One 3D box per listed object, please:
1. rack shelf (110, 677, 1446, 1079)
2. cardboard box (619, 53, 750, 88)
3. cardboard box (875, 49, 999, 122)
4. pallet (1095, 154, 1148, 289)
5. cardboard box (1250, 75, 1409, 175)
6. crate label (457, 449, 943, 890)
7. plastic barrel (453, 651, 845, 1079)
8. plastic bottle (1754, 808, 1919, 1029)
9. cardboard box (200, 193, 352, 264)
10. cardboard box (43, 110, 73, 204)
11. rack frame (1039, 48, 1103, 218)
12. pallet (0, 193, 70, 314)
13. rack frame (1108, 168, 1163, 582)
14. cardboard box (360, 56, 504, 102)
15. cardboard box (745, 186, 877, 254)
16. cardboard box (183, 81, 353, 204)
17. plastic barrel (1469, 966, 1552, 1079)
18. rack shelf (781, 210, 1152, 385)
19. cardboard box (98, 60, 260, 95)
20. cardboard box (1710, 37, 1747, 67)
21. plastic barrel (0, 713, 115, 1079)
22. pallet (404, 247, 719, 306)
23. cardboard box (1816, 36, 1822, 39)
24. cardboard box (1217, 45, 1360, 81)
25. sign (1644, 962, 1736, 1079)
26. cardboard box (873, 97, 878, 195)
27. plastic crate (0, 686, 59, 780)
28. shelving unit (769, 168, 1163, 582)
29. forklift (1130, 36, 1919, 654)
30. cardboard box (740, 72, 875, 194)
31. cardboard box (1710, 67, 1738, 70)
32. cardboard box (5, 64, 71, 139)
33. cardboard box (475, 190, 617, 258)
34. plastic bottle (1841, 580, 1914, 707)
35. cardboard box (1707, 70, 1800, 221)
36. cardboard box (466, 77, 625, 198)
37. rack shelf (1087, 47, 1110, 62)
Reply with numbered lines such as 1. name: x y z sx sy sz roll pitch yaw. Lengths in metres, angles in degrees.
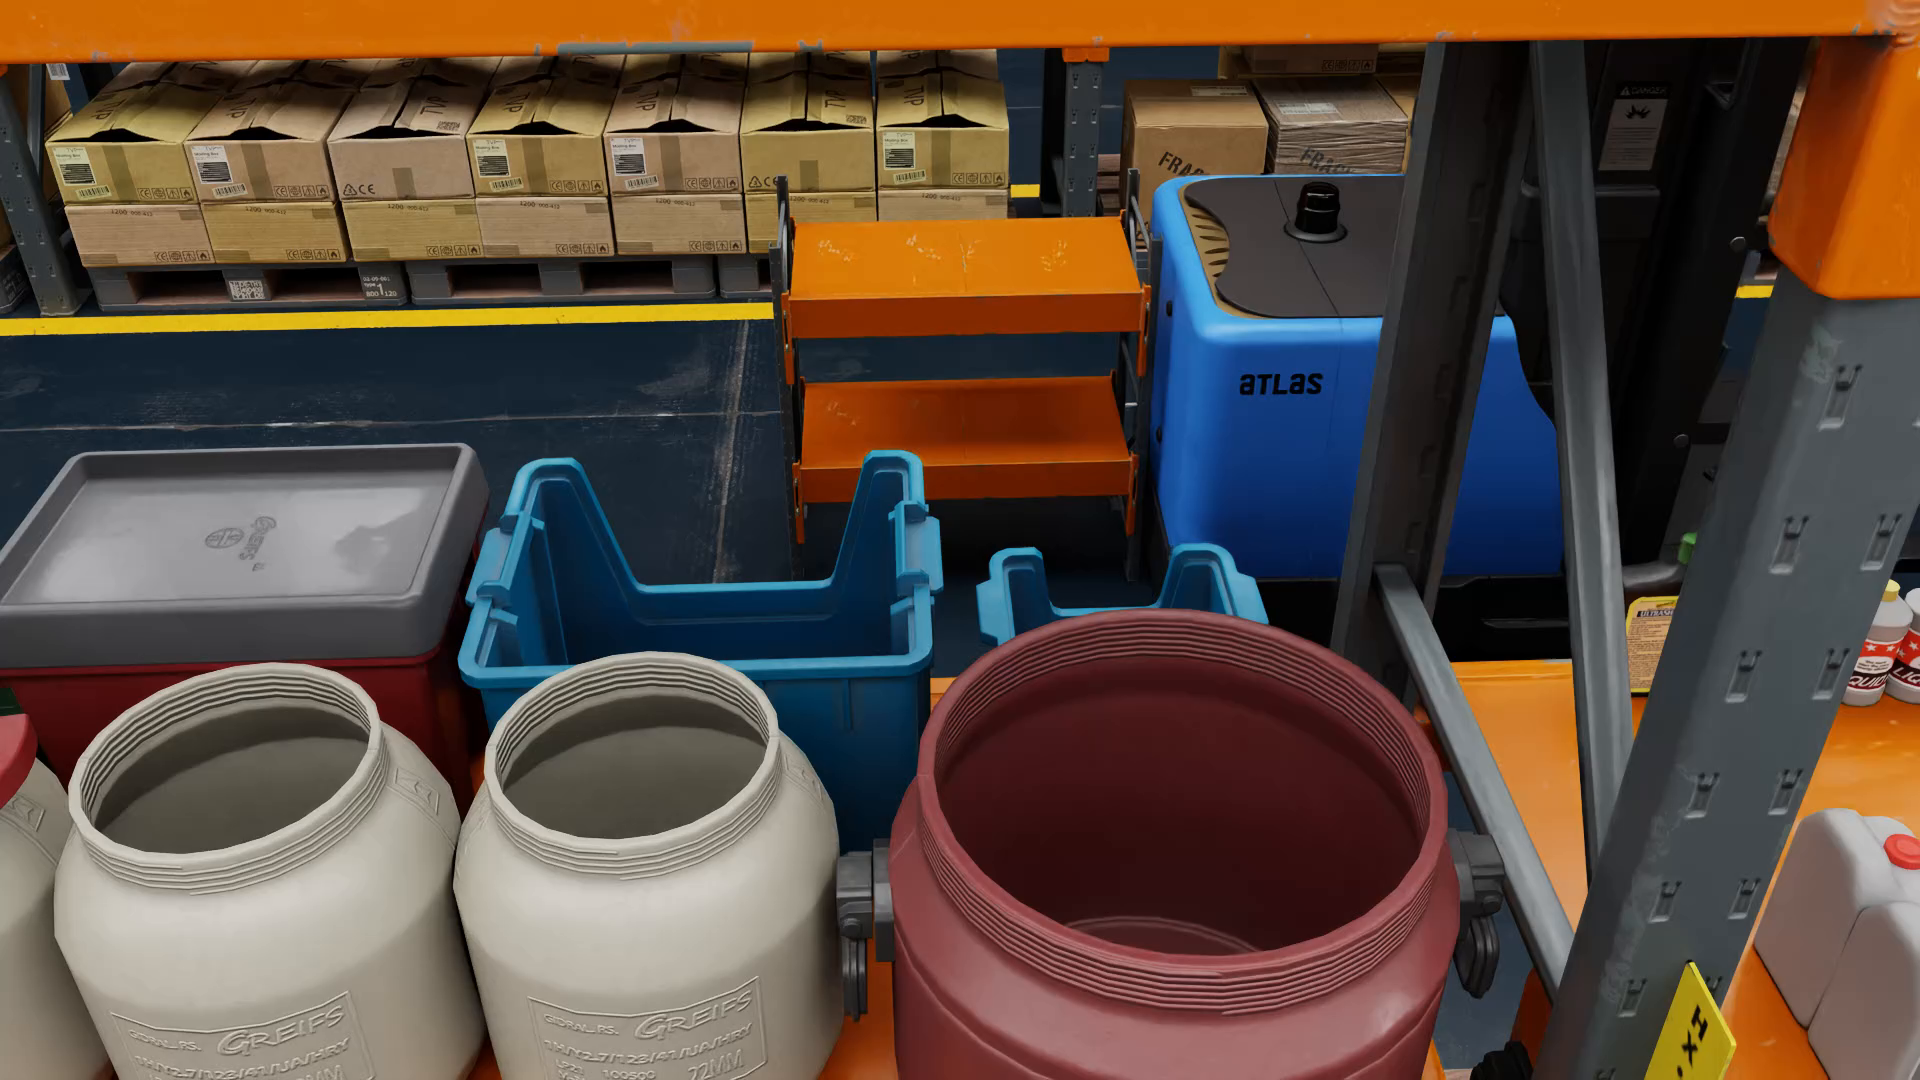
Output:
1. rack shelf: -1.326 0.671 2.277 4.000 0.370 1.077 -2 35 -2
2. cardboard box: -1.129 -1.889 6.898 0.500 0.311 0.500 -2 35 -4
3. cardboard box: -0.096 -1.920 6.943 0.500 0.311 0.500 0 35 -1
4. pallet: 1.189 -1.347 7.011 1.213 0.211 1.003 -2 35 -2
5. cardboard box: 1.432 -1.515 6.613 0.500 0.500 0.500 -3 35 -4
6. crate label: -0.333 0.179 2.324 0.616 0.435 0.502 -2 35 -2
7. plastic barrel: -0.345 0.424 1.903 0.421 0.512 0.421 0 35 0
8. plastic bottle: 1.113 0.458 2.062 0.135 0.276 0.152 -2 35 -2
9. cardboard box: -2.629 -1.312 6.557 0.500 0.250 0.500 -1 35 -1
10. cardboard box: -4.032 -1.589 6.957 0.500 0.250 0.500 -2 35 -2
11. rack frame: 0.441 -2.495 6.219 0.127 3.000 1.000 -2 35 -2
12. pallet: -4.350 -1.243 6.860 1.213 0.211 1.003 -2 35 -2
13. rack frame: 0.515 -0.476 4.950 0.032 1.125 0.500 -2 35 -2
14. cardboard box: -2.145 -1.863 6.861 0.500 0.311 0.500 -2 35 -2
15. cardboard box: -0.587 -1.368 6.638 0.500 0.250 0.500 -2 35 -3
16. cardboard box: -2.629 -1.540 6.393 0.500 0.311 0.500 -2 35 -3
17. plastic barrel: 1.160 1.018 2.681 0.708 0.830 0.600 -2 35 -2
18. rack shelf: 0.007 -0.703 4.764 1.000 0.278 0.538 -2 35 -2
19. cardboard box: -3.163 -1.833 6.818 0.500 0.311 0.500 -2 35 -2
20. cardboard box: 2.943 -2.162 6.890 0.500 0.250 0.500 -1 35 -2
21. plastic barrel: -1.192 0.440 1.858 0.433 0.535 0.433 0 35 0
22. pallet: -1.598 -1.317 6.967 1.213 0.211 1.003 -2 35 -2
23. cardboard box: 3.942 -1.881 7.142 0.500 0.500 0.500 -3 35 -4
24. cardboard box: 1.365 -1.806 7.034 0.500 0.500 0.500 0 35 0
25. sign: 0.705 0.566 1.652 0.005 0.325 0.100 -2 35 -2
26. cardboard box: -0.598 -1.676 7.082 0.500 0.250 0.500 -2 35 -4
27. plastic crate: -1.597 0.309 2.355 0.662 0.188 0.450 -2 35 -2
28. shelving unit: 0.007 -0.463 4.930 1.048 1.125 0.538 -2 35 -2
29. forklift: 2.082 -1.154 4.342 3.031 2.935 1.130 -1 35 -1
30. cardboard box: -0.589 -1.596 6.474 0.500 0.311 0.500 -2 35 -3
31. cardboard box: 2.910 -1.851 7.099 0.500 0.500 0.500 -1 35 -2
32. cardboard box: -4.032 -1.903 6.752 0.500 0.500 0.500 -2 35 -2
33. cardboard box: -1.603 -1.341 6.599 0.500 0.250 0.500 -1 35 -1
34. plastic bottle: 1.403 0.150 2.571 0.097 0.201 0.097 0 35 0
35. cardboard box: 2.962 -1.558 6.675 0.500 0.500 0.500 -1 35 -2
36. cardboard box: -1.594 -1.571 6.439 0.500 0.311 0.500 -1 35 -1
37. rack shelf: 2.439 -2.253 6.502 4.000 0.370 1.077 -2 35 -2
